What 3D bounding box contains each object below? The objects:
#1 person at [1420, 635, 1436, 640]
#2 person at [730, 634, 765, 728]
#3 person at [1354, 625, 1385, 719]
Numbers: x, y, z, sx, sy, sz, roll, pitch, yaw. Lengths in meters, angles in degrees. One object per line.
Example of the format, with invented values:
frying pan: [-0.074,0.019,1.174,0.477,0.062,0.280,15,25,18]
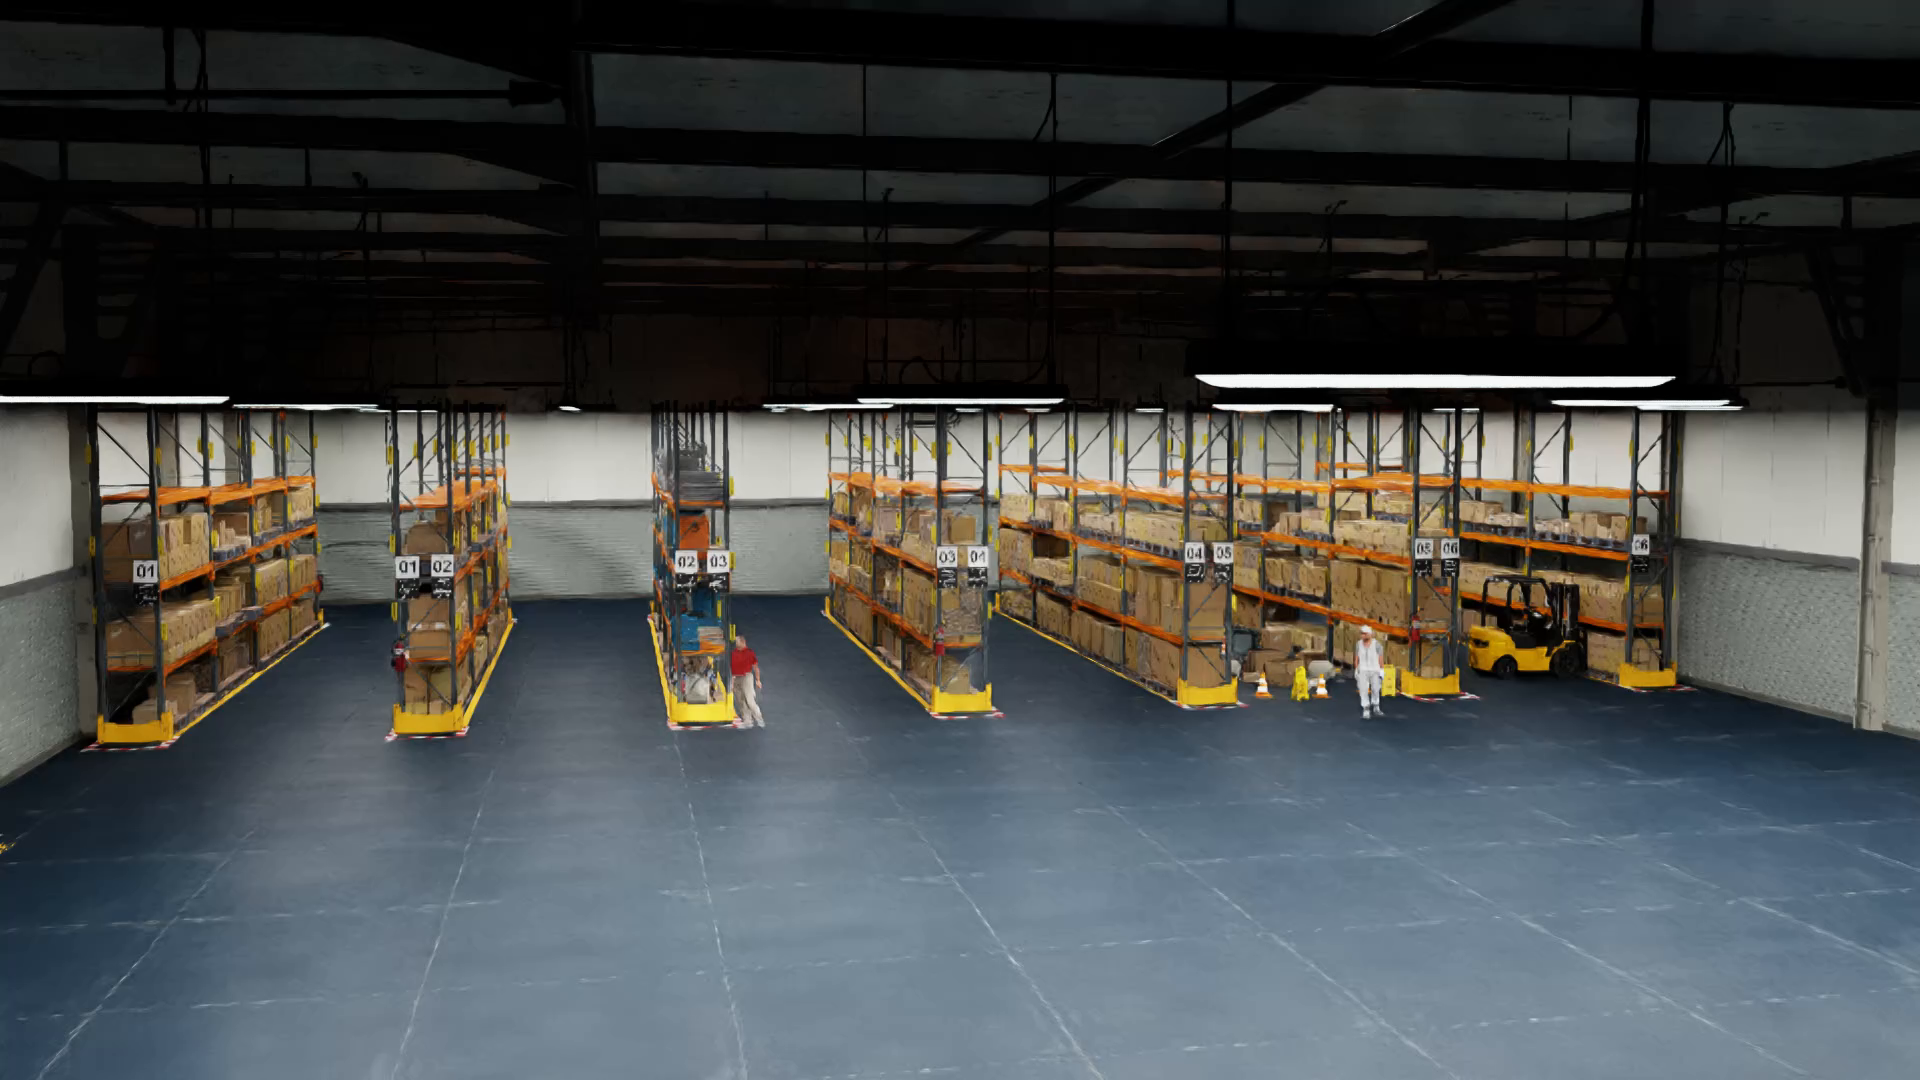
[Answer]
person: [10.598,1.989,37.759,0.475,1.762,0.595,-4,6,-44]
person: [-3.881,2.578,30.352,0.675,1.715,0.494,3,5,34]
person: [7.742,2.476,31.403,0.580,1.772,0.571,2,5,23]
